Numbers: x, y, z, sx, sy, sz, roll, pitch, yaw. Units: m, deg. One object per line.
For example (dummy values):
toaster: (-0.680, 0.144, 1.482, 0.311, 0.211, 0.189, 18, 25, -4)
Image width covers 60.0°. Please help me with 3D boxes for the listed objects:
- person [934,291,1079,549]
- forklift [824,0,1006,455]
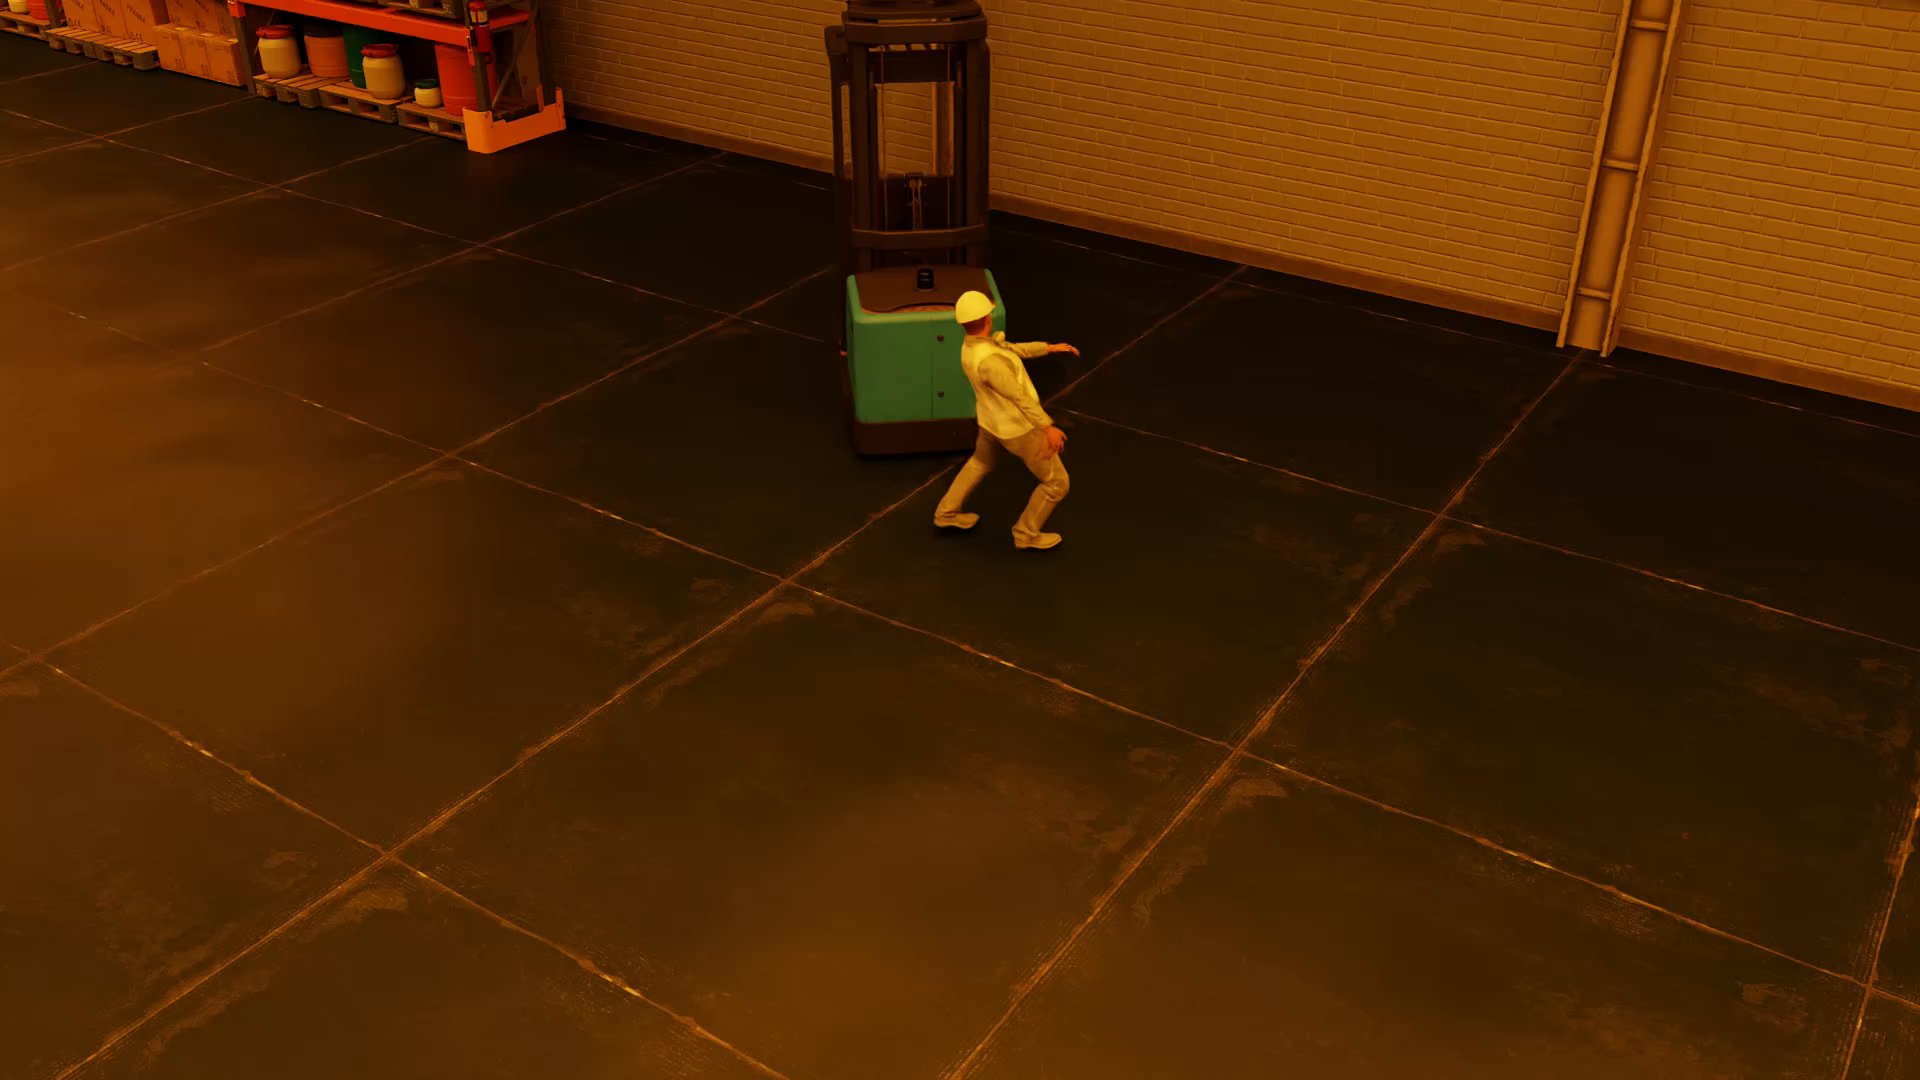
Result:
person: (0.373, -0.714, 10.107, 0.843, 1.609, 0.837, -18, 35, -28)
forklift: (-0.371, -2.566, 12.000, 1.130, 2.935, 3.031, -4, 30, -6)
